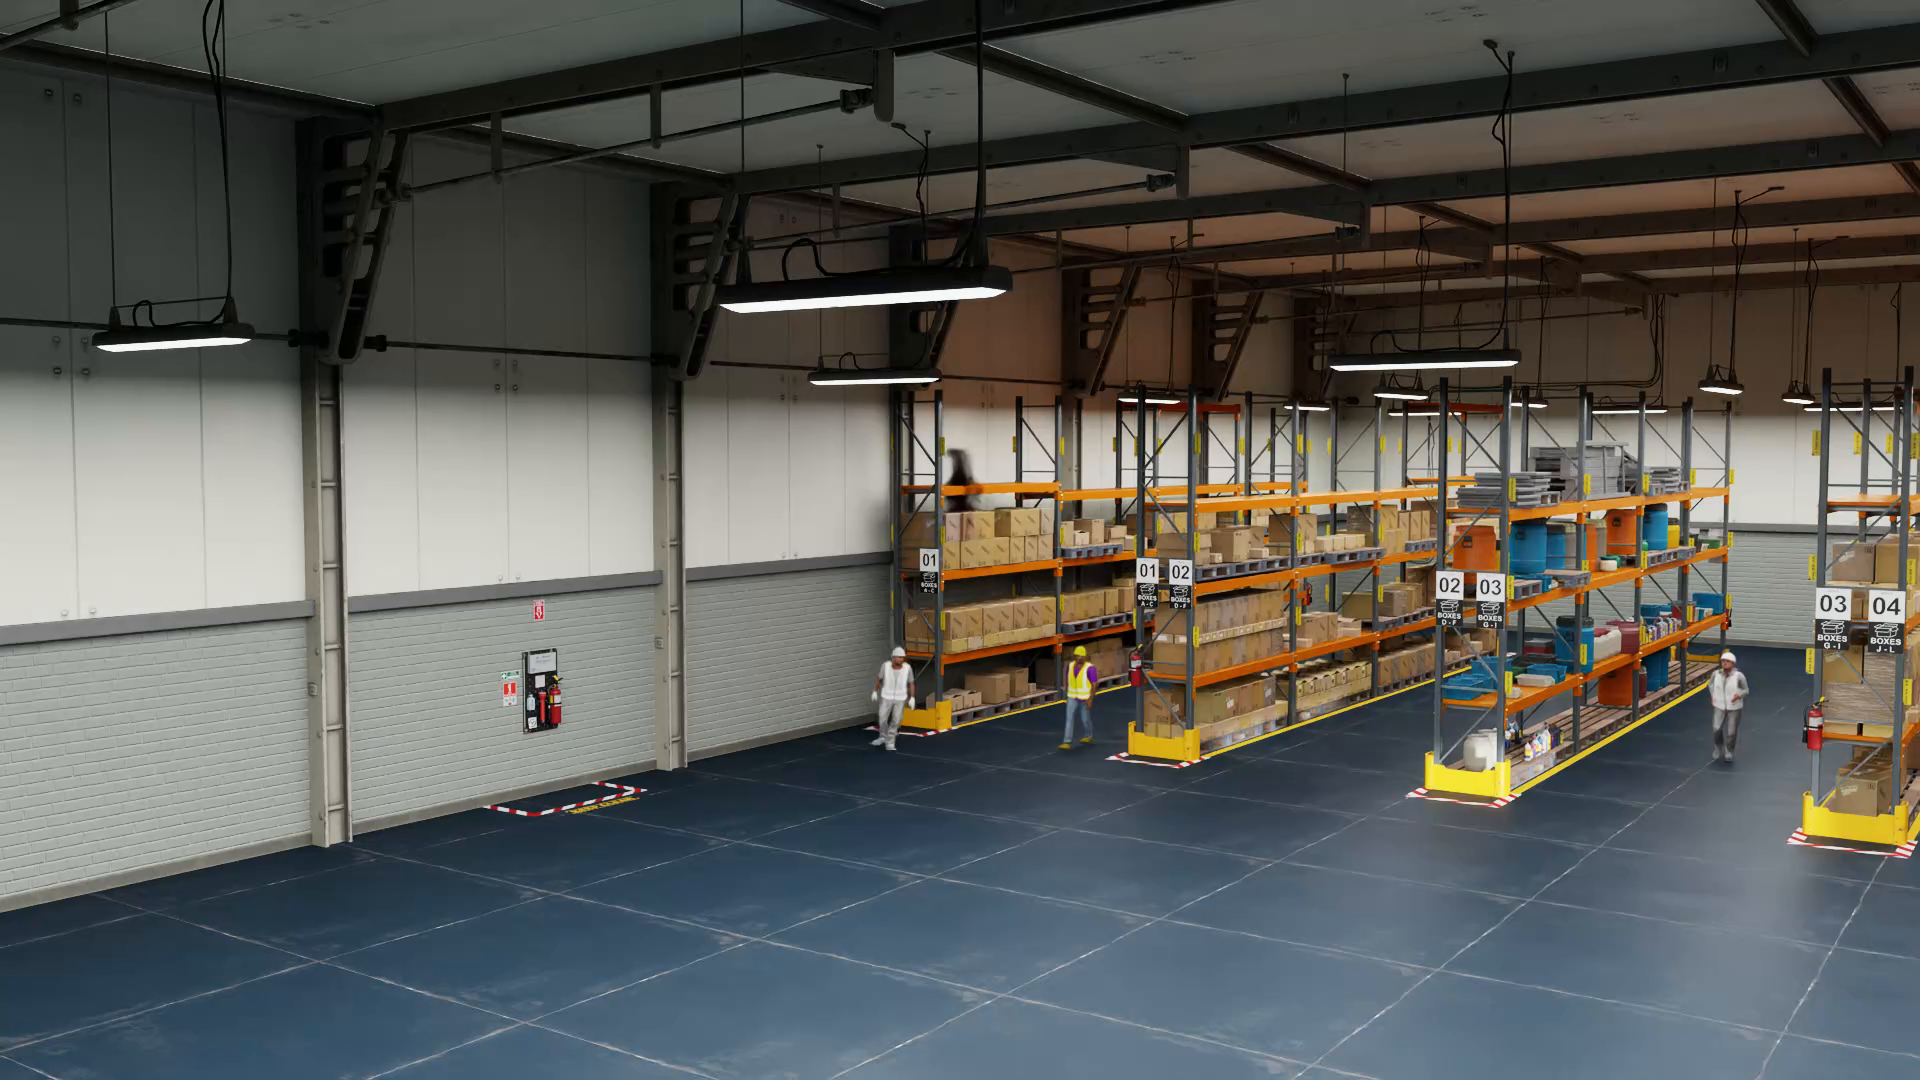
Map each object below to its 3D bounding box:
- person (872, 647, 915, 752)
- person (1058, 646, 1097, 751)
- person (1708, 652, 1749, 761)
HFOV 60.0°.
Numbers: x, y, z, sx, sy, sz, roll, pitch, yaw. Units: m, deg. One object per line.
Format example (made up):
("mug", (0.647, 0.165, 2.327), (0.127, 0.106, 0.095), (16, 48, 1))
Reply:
("person", (-1.092, 2.603, 27.222), (0.697, 1.739, 0.603), (0, 3, -6))
("person", (1.969, 2.598, 27.477), (0.617, 1.705, 1.102), (1, 3, 21))
("person", (12.142, 2.641, 26.321), (0.627, 1.732, 0.740), (2, 4, 33))
